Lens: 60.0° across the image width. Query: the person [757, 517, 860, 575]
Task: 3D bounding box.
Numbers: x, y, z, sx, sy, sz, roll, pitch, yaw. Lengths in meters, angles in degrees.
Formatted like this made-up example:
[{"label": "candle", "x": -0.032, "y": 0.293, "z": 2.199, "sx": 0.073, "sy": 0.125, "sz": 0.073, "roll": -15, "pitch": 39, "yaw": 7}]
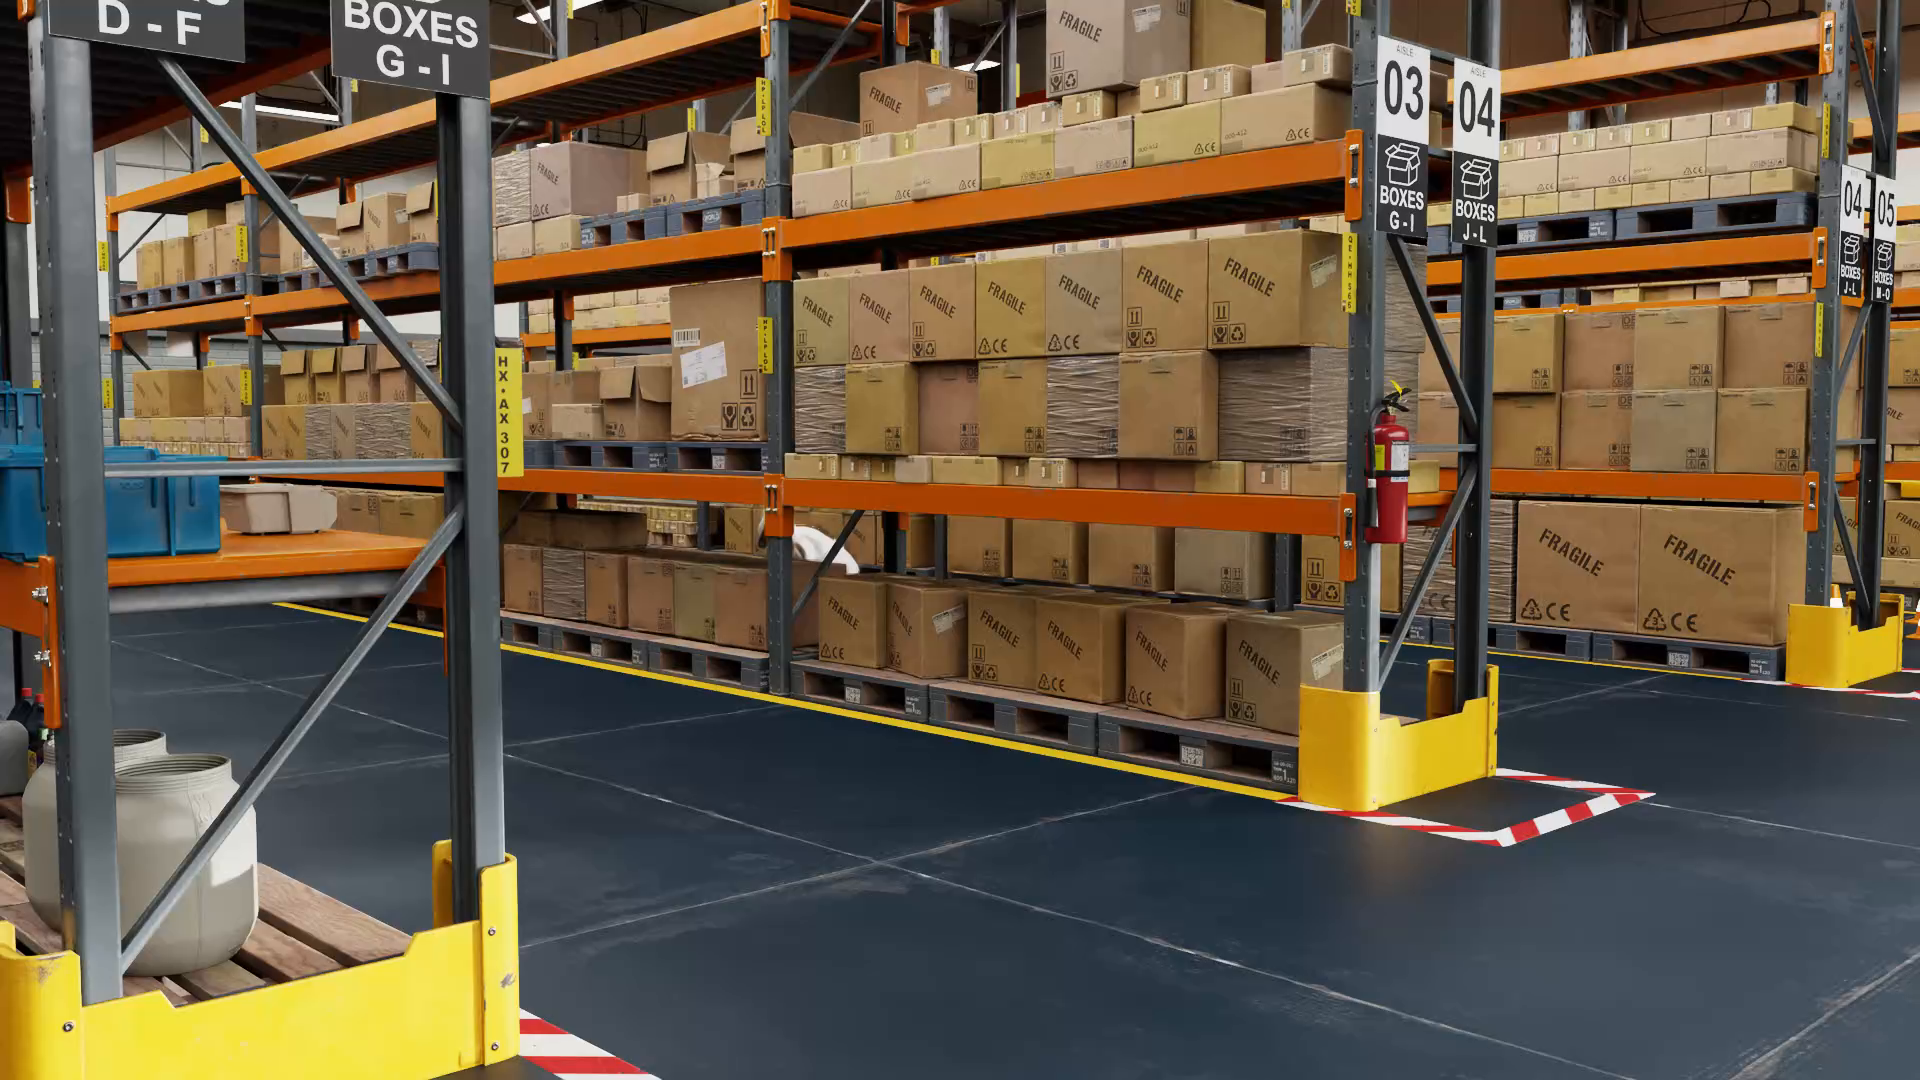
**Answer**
[{"label": "person", "x": -1.190, "y": 0.280, "z": 12.711, "sx": 0.537, "sy": 0.930, "sz": 0.913, "roll": -4, "pitch": 5, "yaw": -44}]
